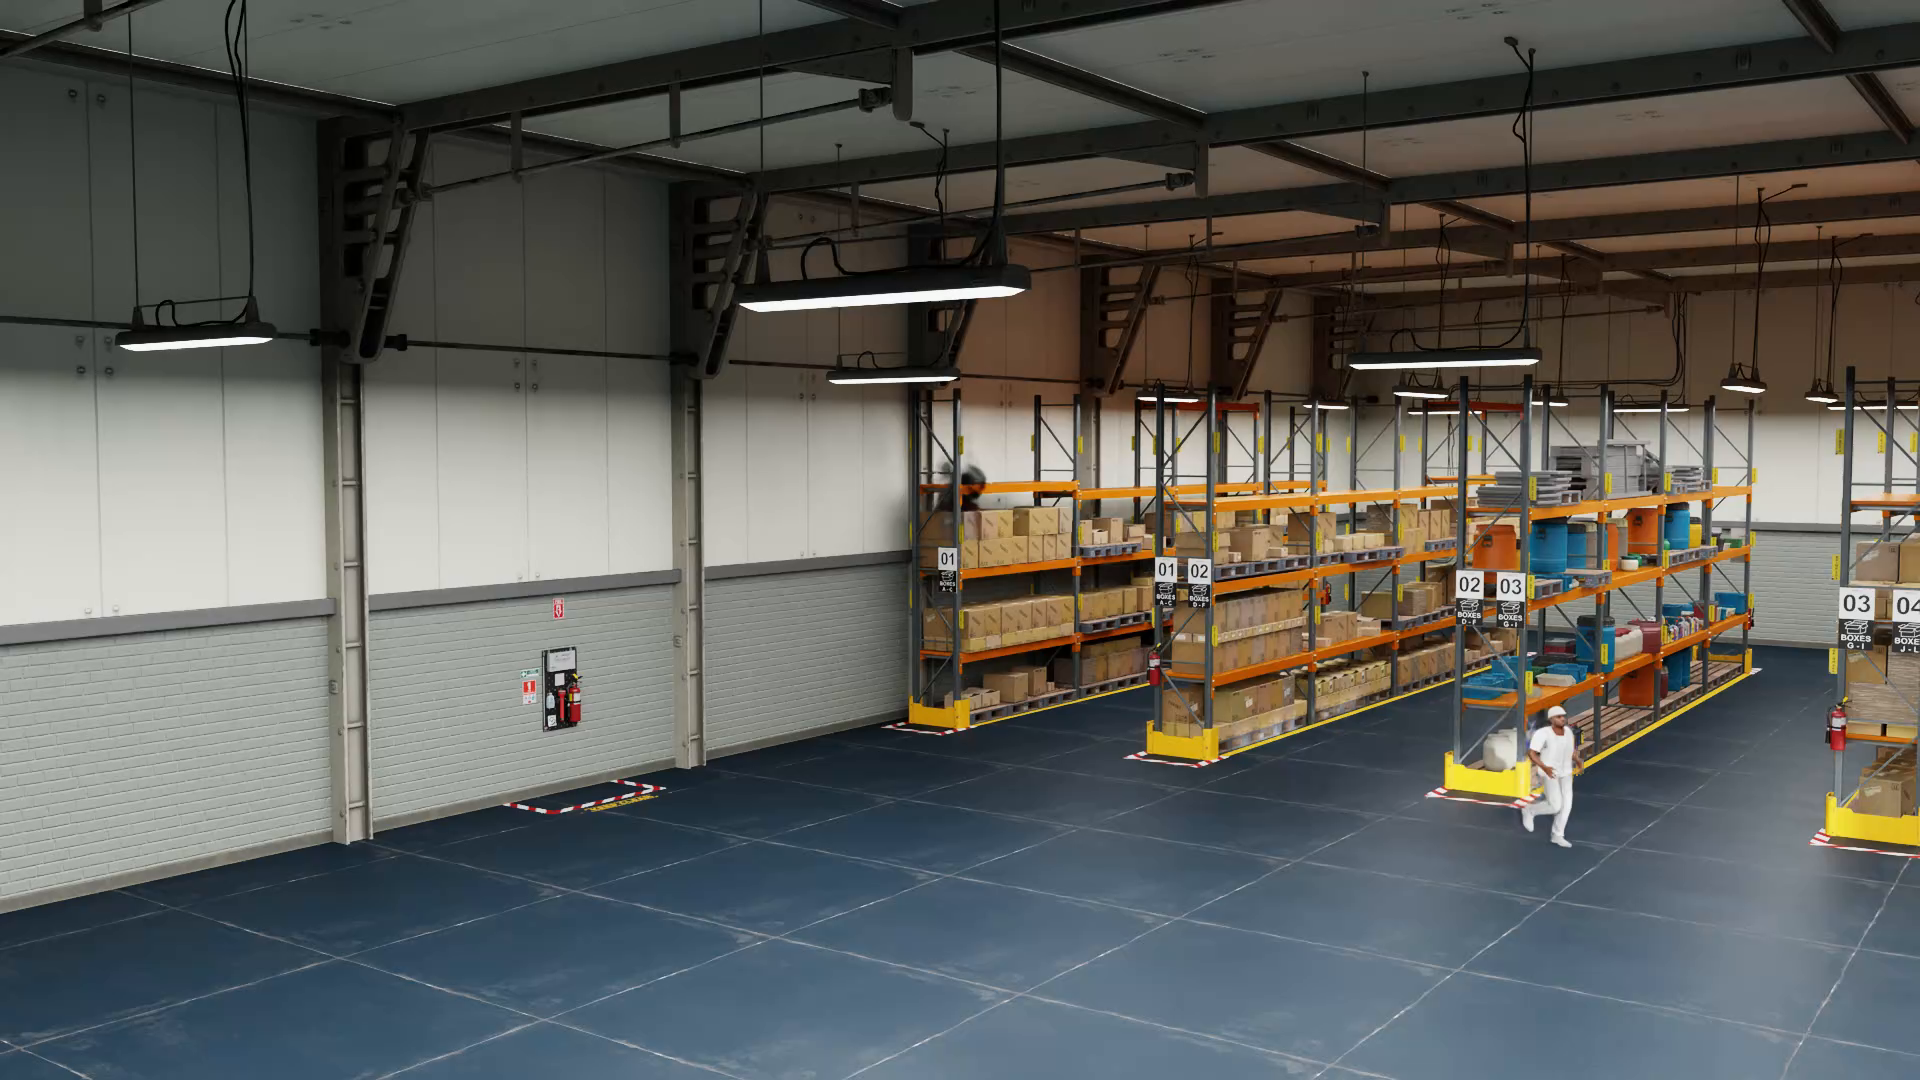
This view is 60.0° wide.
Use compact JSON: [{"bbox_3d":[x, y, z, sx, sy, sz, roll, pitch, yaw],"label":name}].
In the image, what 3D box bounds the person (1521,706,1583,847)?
[{"bbox_3d":[7.483,2.950,20.976,0.701,1.745,0.694,-1,3,-21],"label":"person"}]
